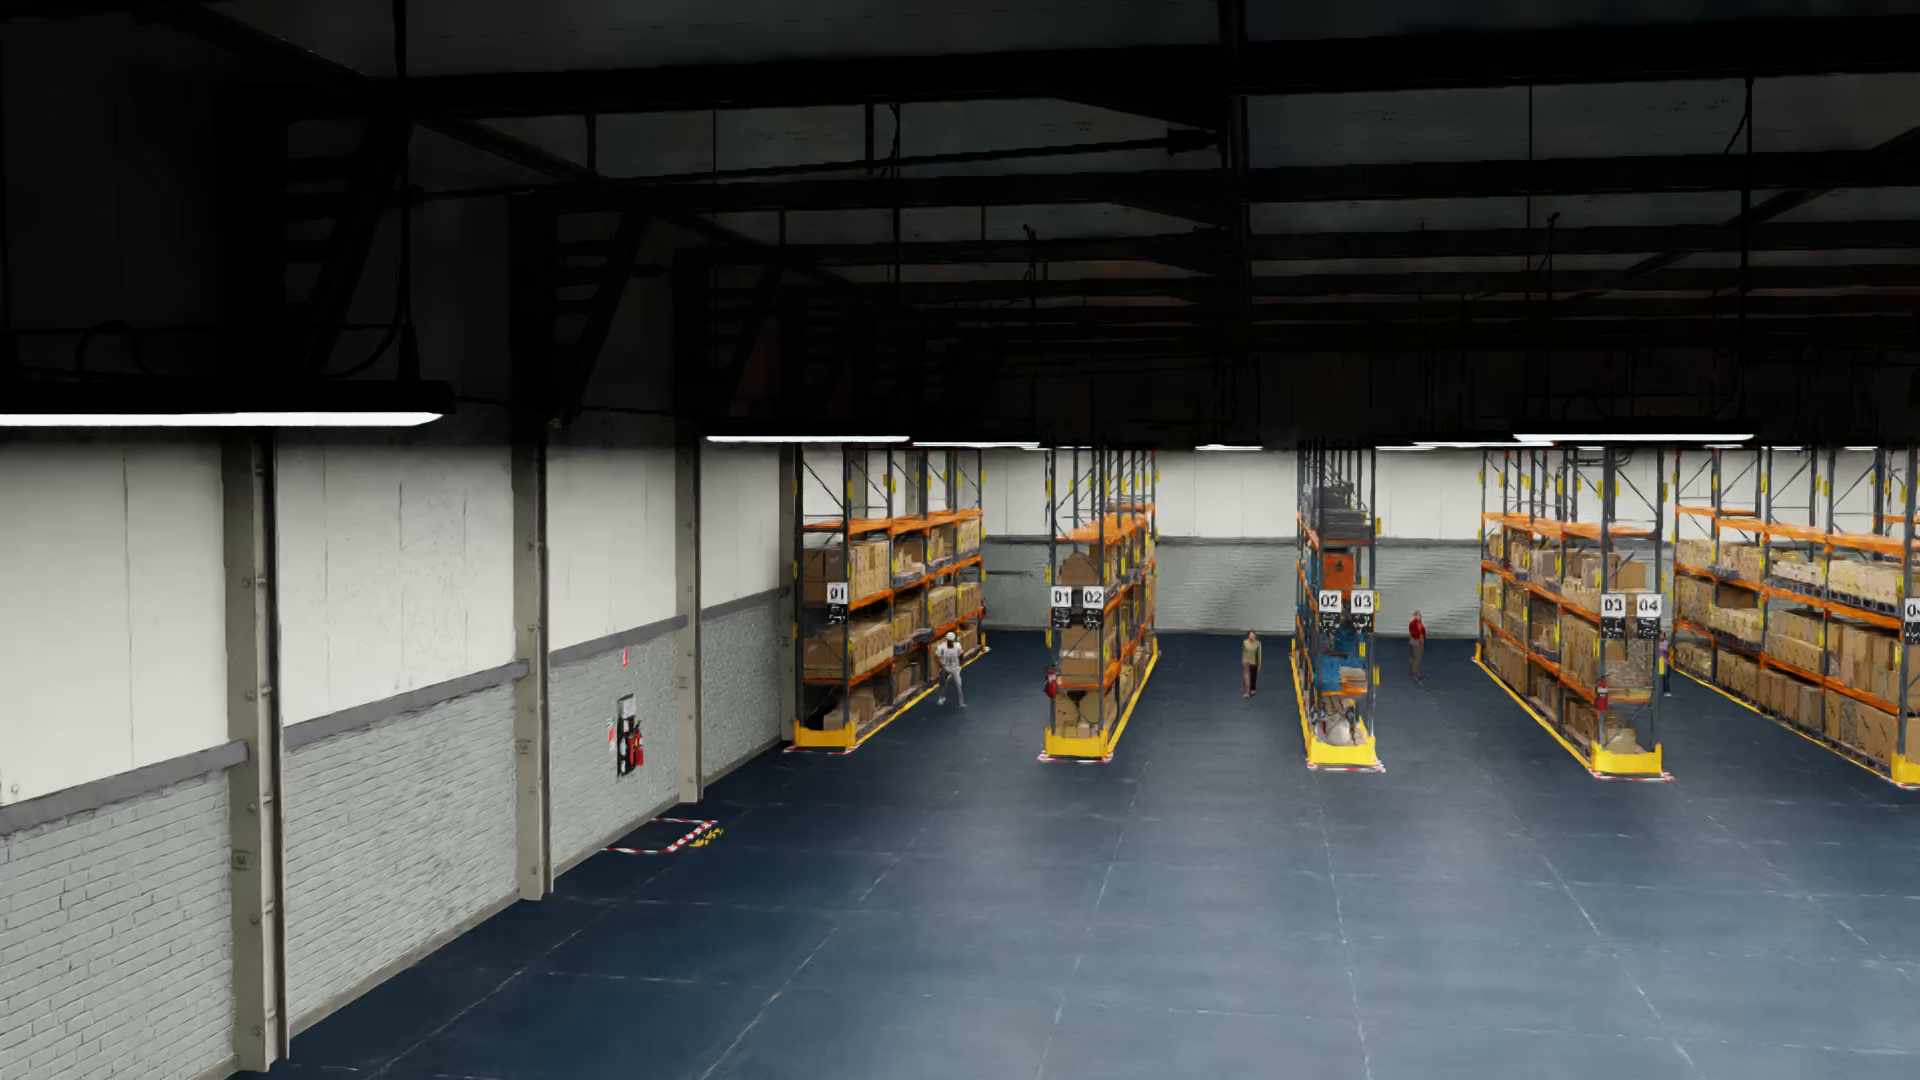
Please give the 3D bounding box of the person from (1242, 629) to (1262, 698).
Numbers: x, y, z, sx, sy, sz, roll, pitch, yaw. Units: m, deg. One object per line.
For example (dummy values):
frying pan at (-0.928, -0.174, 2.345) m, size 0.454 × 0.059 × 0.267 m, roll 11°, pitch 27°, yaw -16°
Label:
person at (6.807, 2.859, 38.769) m, size 0.446 × 1.591 × 1.110 m, roll 0°, pitch 3°, yaw 8°

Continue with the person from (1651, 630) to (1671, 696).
person at (16.498, 2.876, 39.200) m, size 0.417 × 1.517 × 1.037 m, roll 1°, pitch 3°, yaw 12°

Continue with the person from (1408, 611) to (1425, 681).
person at (11.484, 2.632, 41.744) m, size 0.407 × 1.733 × 0.648 m, roll -1°, pitch 3°, yaw -12°

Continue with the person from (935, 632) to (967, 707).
person at (-0.228, 2.891, 37.358) m, size 0.710 × 1.703 × 0.833 m, roll 0°, pitch 3°, yaw -6°
